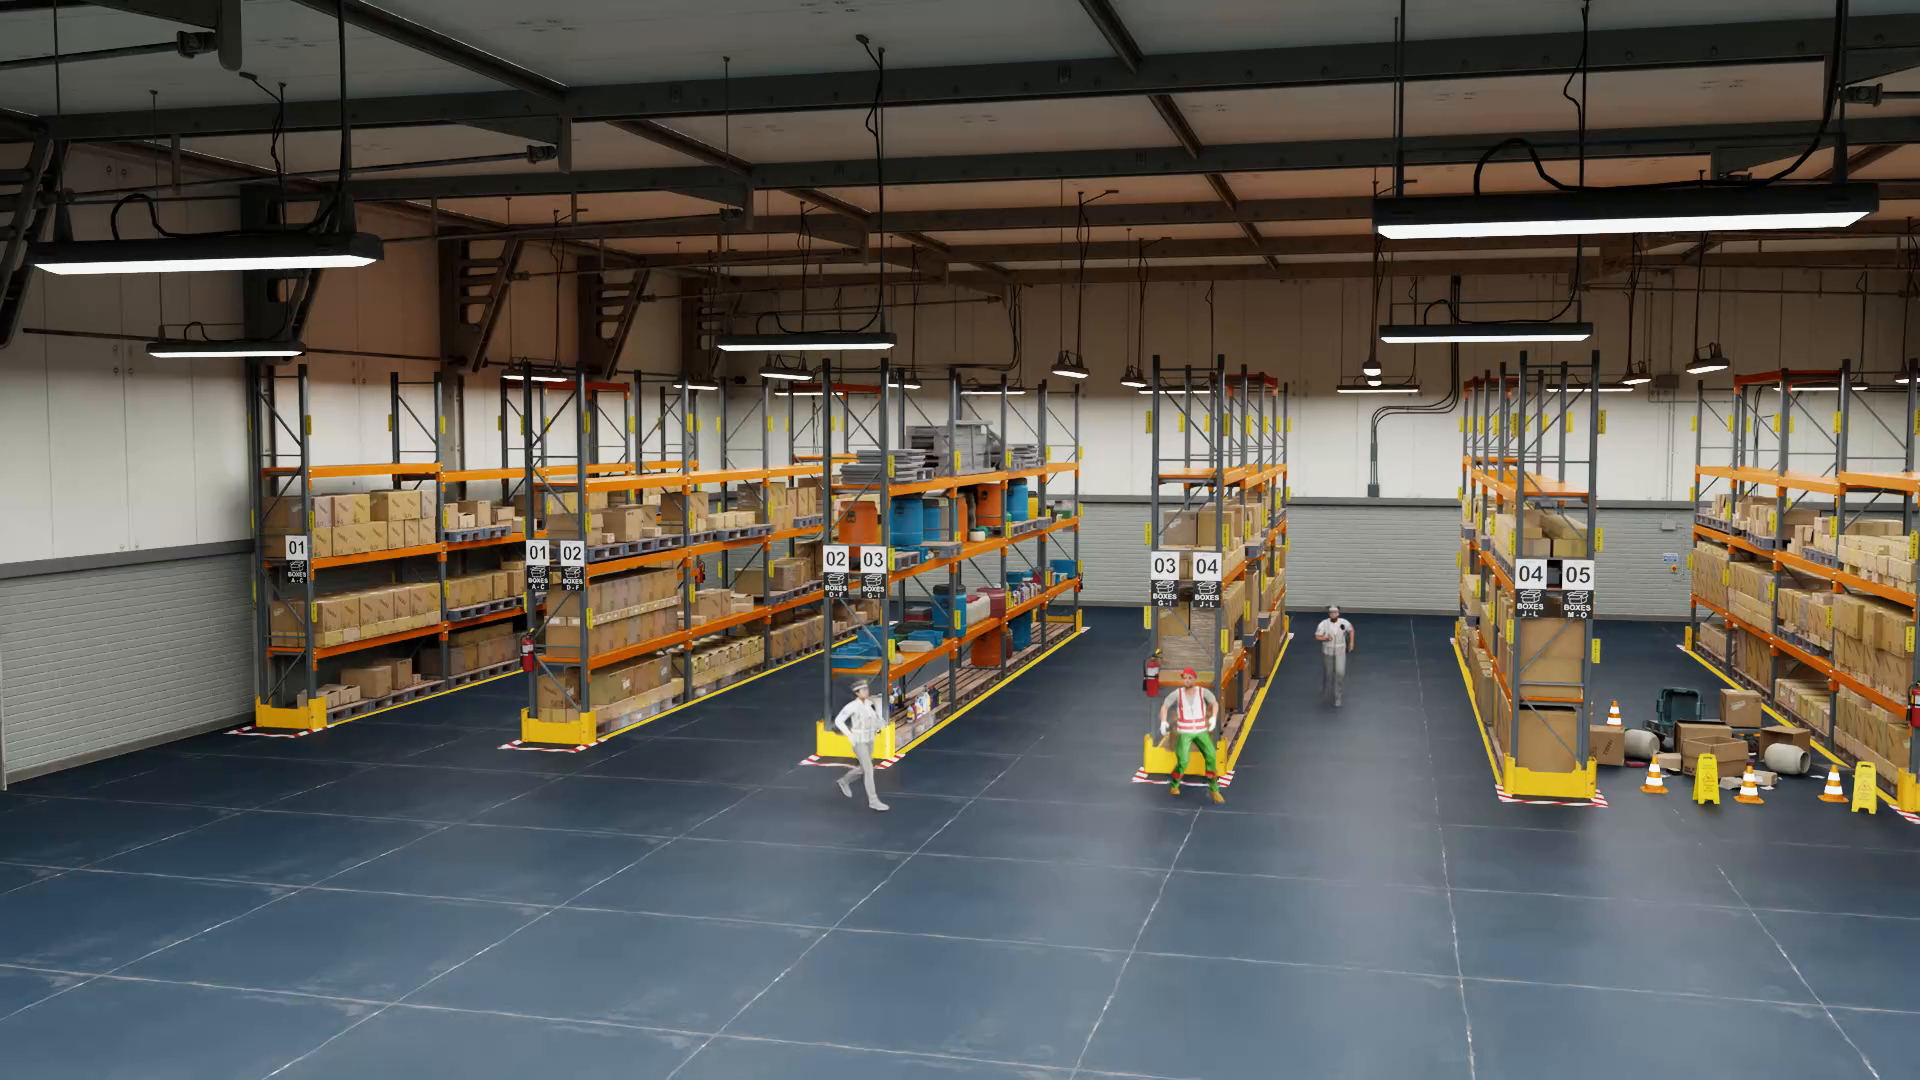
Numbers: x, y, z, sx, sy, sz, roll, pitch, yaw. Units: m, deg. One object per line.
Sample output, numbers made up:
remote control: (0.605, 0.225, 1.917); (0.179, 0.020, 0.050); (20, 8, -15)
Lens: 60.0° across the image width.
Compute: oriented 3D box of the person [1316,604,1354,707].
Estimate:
person: (6.749, 2.060, 29.965); (0.671, 1.847, 0.926); (1, 4, 13)

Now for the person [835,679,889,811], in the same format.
person: (-1.280, 2.646, 21.753); (0.927, 1.667, 0.558); (3, 5, 36)

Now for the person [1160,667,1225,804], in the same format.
person: (3.090, 2.601, 22.216); (0.821, 1.783, 0.652); (0, 4, -7)

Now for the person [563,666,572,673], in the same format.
person: (-7.074, 2.049, 30.588); (0.599, 1.653, 0.837); (2, 4, 23)
